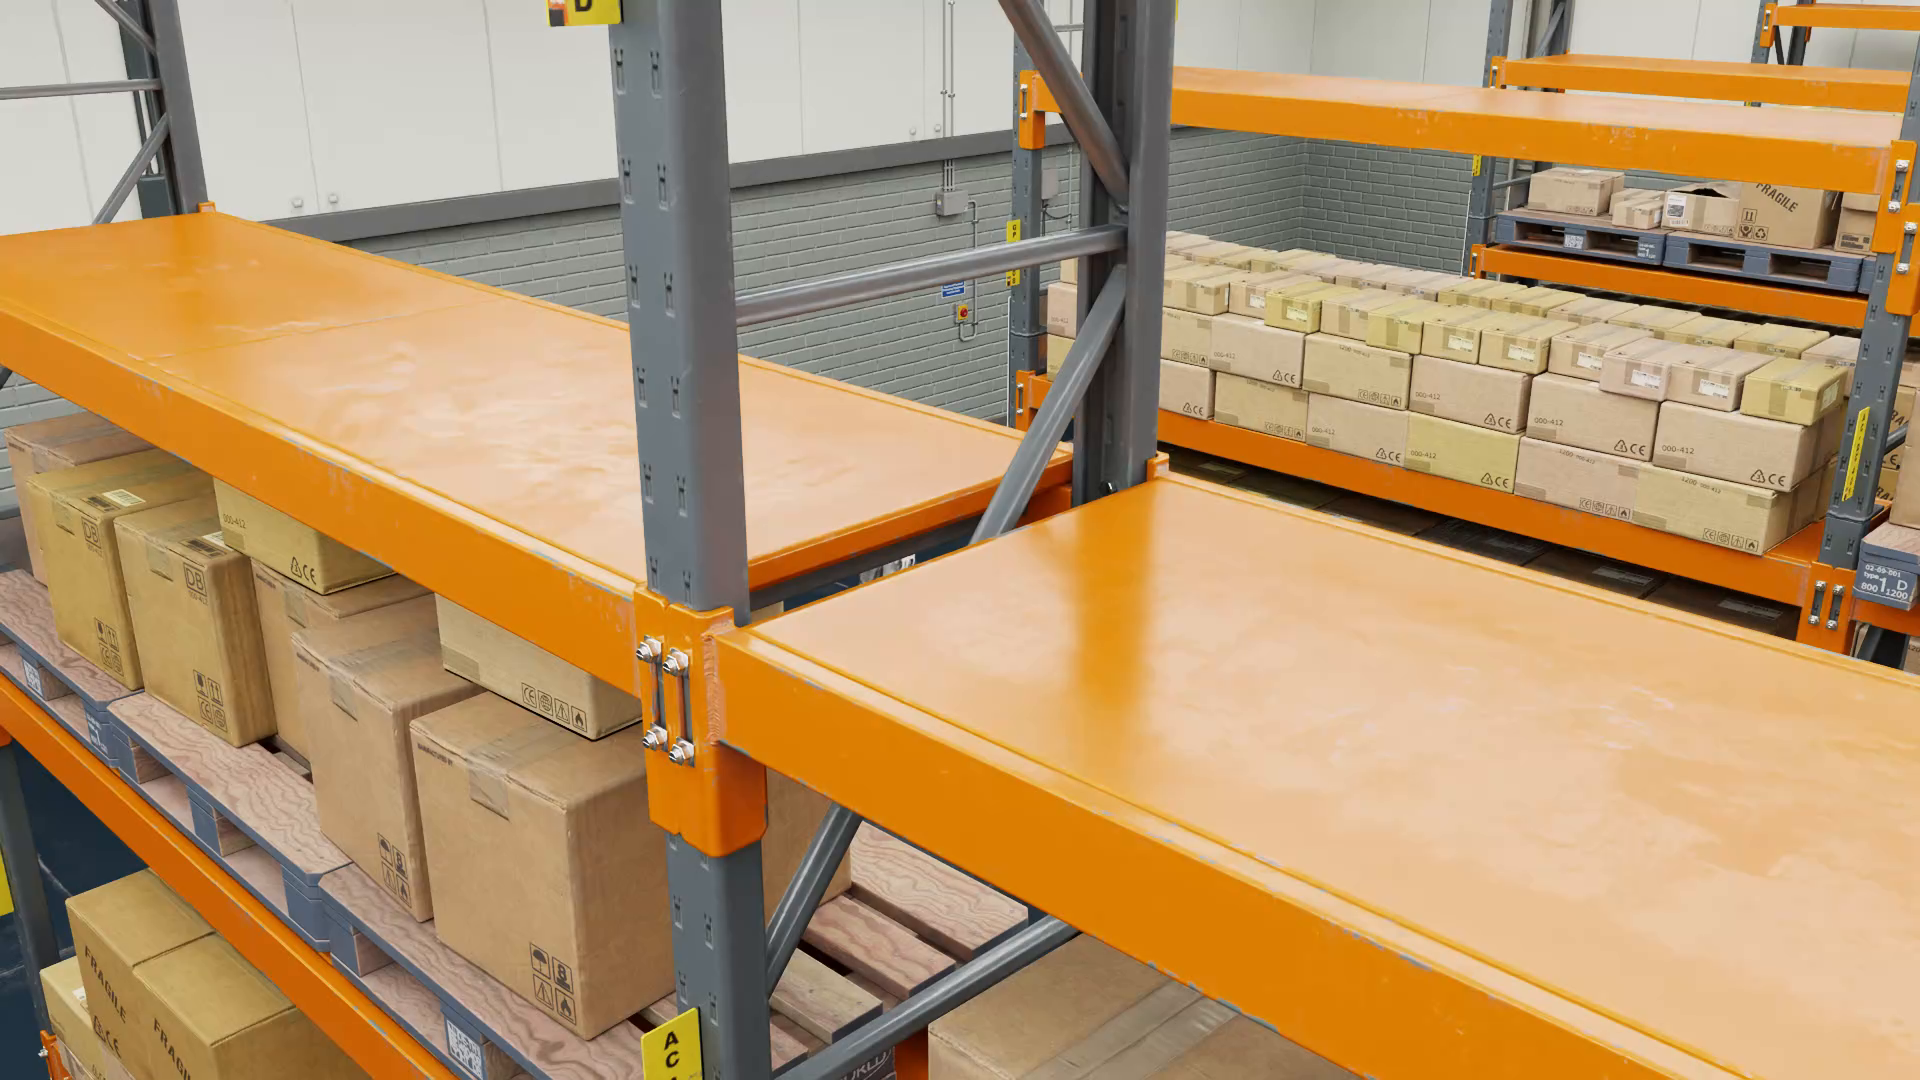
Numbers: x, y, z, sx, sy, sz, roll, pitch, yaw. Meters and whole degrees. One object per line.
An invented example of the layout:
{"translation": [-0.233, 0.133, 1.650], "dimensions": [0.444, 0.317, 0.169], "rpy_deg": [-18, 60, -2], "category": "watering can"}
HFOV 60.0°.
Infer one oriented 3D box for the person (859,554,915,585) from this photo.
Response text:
{"translation": [-0.539, 0.008, 11.791], "dimensions": [0.615, 1.773, 0.448], "rpy_deg": [18, 27, 40], "category": "person"}
